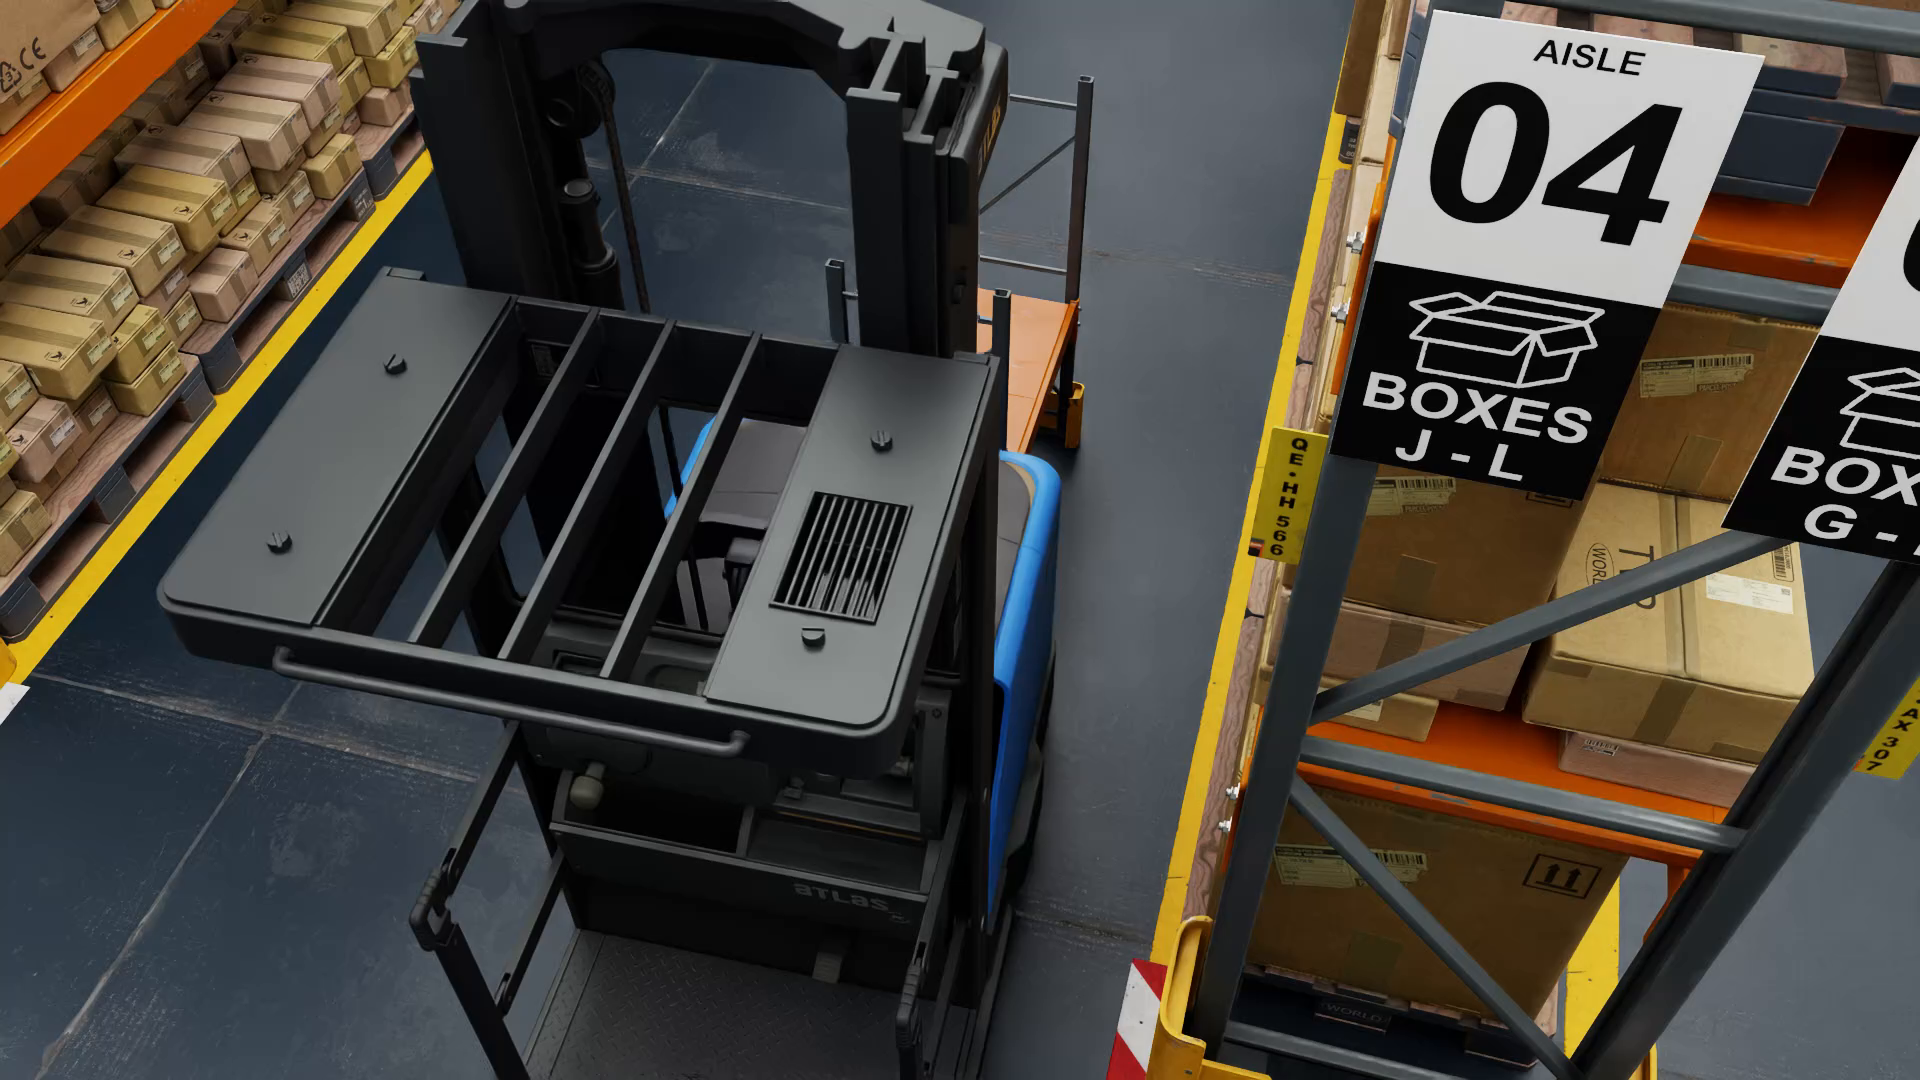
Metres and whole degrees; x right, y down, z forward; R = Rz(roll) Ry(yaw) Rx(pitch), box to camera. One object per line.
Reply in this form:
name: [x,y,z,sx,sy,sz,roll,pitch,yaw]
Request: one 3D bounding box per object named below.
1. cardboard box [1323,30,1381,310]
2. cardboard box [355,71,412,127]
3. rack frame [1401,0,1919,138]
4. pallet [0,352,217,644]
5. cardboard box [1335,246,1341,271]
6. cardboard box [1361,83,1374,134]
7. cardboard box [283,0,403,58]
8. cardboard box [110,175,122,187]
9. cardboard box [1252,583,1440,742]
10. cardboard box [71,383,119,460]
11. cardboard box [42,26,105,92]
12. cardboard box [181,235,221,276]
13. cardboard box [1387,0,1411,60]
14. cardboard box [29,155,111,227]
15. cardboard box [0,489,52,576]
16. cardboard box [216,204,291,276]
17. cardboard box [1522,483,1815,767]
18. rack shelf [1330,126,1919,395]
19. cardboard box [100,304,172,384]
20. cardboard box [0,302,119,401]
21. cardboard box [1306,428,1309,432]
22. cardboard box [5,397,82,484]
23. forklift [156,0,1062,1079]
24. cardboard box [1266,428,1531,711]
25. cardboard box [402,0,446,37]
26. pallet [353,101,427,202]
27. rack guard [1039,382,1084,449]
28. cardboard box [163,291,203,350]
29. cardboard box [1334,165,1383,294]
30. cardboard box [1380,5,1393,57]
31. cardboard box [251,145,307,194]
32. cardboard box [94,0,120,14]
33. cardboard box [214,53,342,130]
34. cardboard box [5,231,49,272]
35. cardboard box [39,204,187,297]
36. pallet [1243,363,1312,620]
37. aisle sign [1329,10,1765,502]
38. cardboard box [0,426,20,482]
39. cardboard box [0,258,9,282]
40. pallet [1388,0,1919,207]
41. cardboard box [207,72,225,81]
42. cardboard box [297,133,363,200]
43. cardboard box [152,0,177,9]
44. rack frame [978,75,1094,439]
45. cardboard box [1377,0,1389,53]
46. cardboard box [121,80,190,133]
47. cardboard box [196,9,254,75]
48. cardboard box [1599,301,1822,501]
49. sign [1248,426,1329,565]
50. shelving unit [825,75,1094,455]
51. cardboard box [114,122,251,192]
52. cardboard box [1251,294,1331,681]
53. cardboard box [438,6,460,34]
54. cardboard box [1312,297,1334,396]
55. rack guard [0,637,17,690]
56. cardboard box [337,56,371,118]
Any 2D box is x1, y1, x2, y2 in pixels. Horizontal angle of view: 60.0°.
cardboard box: [1.891,-1.361,6.087,0.875,0.875,0.875,12,50,10]
cardboard box: [-2.548,-1.908,7.055,0.380,0.149,0.250,10,49,9]
rack frame: [1.089,-1.478,1.053,1.000,3.000,0.127,12,50,10]
pallet: [-3.402,-0.258,5.837,1.003,0.211,1.213,12,50,10]
cardboard box: [1.268,-0.838,4.657,0.380,0.149,0.250,12,50,11]
cardboard box: [1.402,-1.217,4.991,0.380,0.149,0.250,12,50,10]
cardboard box: [-2.547,-2.148,6.870,0.380,0.149,0.250,11,50,10]
cardboard box: [-3.416,-1.417,6.423,0.380,0.149,0.250,12,50,10]
cardboard box: [0.865,0.267,3.681,0.380,0.149,0.250,12,50,11]
cardboard box: [-3.174,-0.443,5.762,0.380,0.149,0.250,12,50,10]
cardboard box: [-2.995,-1.587,5.317,0.380,0.149,0.250,11,49,9]
cardboard box: [-2.997,-1.128,6.168,0.380,0.149,0.250,14,50,12]
cardboard box: [1.499,-1.656,4.612,0.500,0.500,0.500,10,49,9]
cardboard box: [-3.385,-1.302,6.123,0.380,0.149,0.250,10,49,9]
cardboard box: [-3.223,-0.057,5.421,0.380,0.149,0.250,12,50,11]
cardboard box: [-2.829,-1.178,6.410,0.380,0.149,0.250,12,50,10]
cardboard box: [1.476,0.164,3.506,0.500,0.250,0.500,10,49,9]
rack shelf: [1.615,-1.694,3.724,1.077,0.370,4.000,12,50,10]
cardboard box: [-3.006,-0.713,5.802,0.380,0.149,0.250,13,50,11]
cardboard box: [-3.058,-0.630,5.530,0.380,0.149,0.250,11,50,10]
cardboard box: [0.999,-0.103,4.008,0.380,0.149,0.250,12,50,10]
cardboard box: [-3.158,-0.354,5.485,0.380,0.149,0.250,11,50,10]
forklift: [-0.526,0.521,3.335,1.130,2.935,3.031,9,49,8]
cardboard box: [0.960,0.055,3.602,0.500,0.250,0.500,11,49,9]
cardboard box: [-2.452,-2.244,7.153,0.380,0.149,0.250,9,49,8]
pallet: [-2.759,-2.023,7.395,1.003,0.211,1.213,12,50,10]
rack guard: [0.151,-0.498,6.023,0.587,0.250,0.087,12,50,10]
cardboard box: [-3.026,-0.810,6.085,0.380,0.149,0.250,12,50,10]
cardboard box: [1.228,-0.680,4.251,0.500,0.250,0.500,10,49,9]
cardboard box: [1.499,-1.413,4.898,0.500,0.250,0.500,13,50,11]
cardboard box: [-2.805,-1.506,6.502,0.380,0.149,0.250,9,49,8]
cardboard box: [-2.899,-2.061,5.303,0.500,0.500,0.500,10,49,9]
cardboard box: [-2.673,-1.762,6.529,0.380,0.149,0.250,9,49,8]
cardboard box: [-3.547,-1.031,6.082,0.380,0.149,0.250,12,50,11]
cardboard box: [-2.990,-1.024,5.878,0.380,0.149,0.250,13,50,12]
pallet: [1.547,-0.044,5.648,1.003,0.211,1.213,12,50,10]
aisle sign: [0.781,-0.361,2.334,0.394,0.787,0.004,12,50,10]
cardboard box: [-3.204,-0.250,5.194,0.380,0.149,0.250,10,49,8]
cardboard box: [-3.578,-0.928,5.793,0.380,0.149,0.250,10,49,9]
pallet: [1.274,-0.995,2.686,1.003,0.211,1.213,12,50,10]
cardboard box: [-3.104,-1.955,6.897,0.380,0.149,0.250,9,49,8]
cardboard box: [-2.664,-1.534,6.725,0.380,0.149,0.250,11,50,10]
cardboard box: [-2.808,-1.957,5.645,0.380,0.149,0.250,12,50,11]
rack frame: [0.156,-0.926,5.567,0.500,1.500,0.032,12,50,10]
cardboard box: [1.537,-1.584,5.315,0.380,0.149,0.250,10,49,9]
cardboard box: [-3.241,-1.668,6.446,0.380,0.149,0.250,10,49,8]
cardboard box: [-3.103,-2.049,6.783,0.380,0.149,0.250,10,49,9]
cardboard box: [1.607,-0.446,3.544,0.500,0.500,0.500,10,49,9]
sign: [0.569,-0.072,2.883,0.100,0.325,0.005,12,50,10]
shelving unit: [0.020,-0.551,5.236,0.587,1.500,1.083,12,50,10]
cardboard box: [-2.903,-1.406,6.215,0.380,0.149,0.250,12,50,10]
cardboard box: [1.420,-0.066,4.945,0.875,0.875,0.875,12,50,10]
cardboard box: [-2.391,-2.283,7.386,0.380,0.149,0.250,12,50,11]
cardboard box: [1.132,-0.472,4.333,0.380,0.149,0.250,11,49,9]
rack guard: [-3.650,0.227,5.216,1.175,0.500,0.348,12,50,10]
cardboard box: [-2.666,-1.884,6.835,0.380,0.149,0.250,12,50,10]
